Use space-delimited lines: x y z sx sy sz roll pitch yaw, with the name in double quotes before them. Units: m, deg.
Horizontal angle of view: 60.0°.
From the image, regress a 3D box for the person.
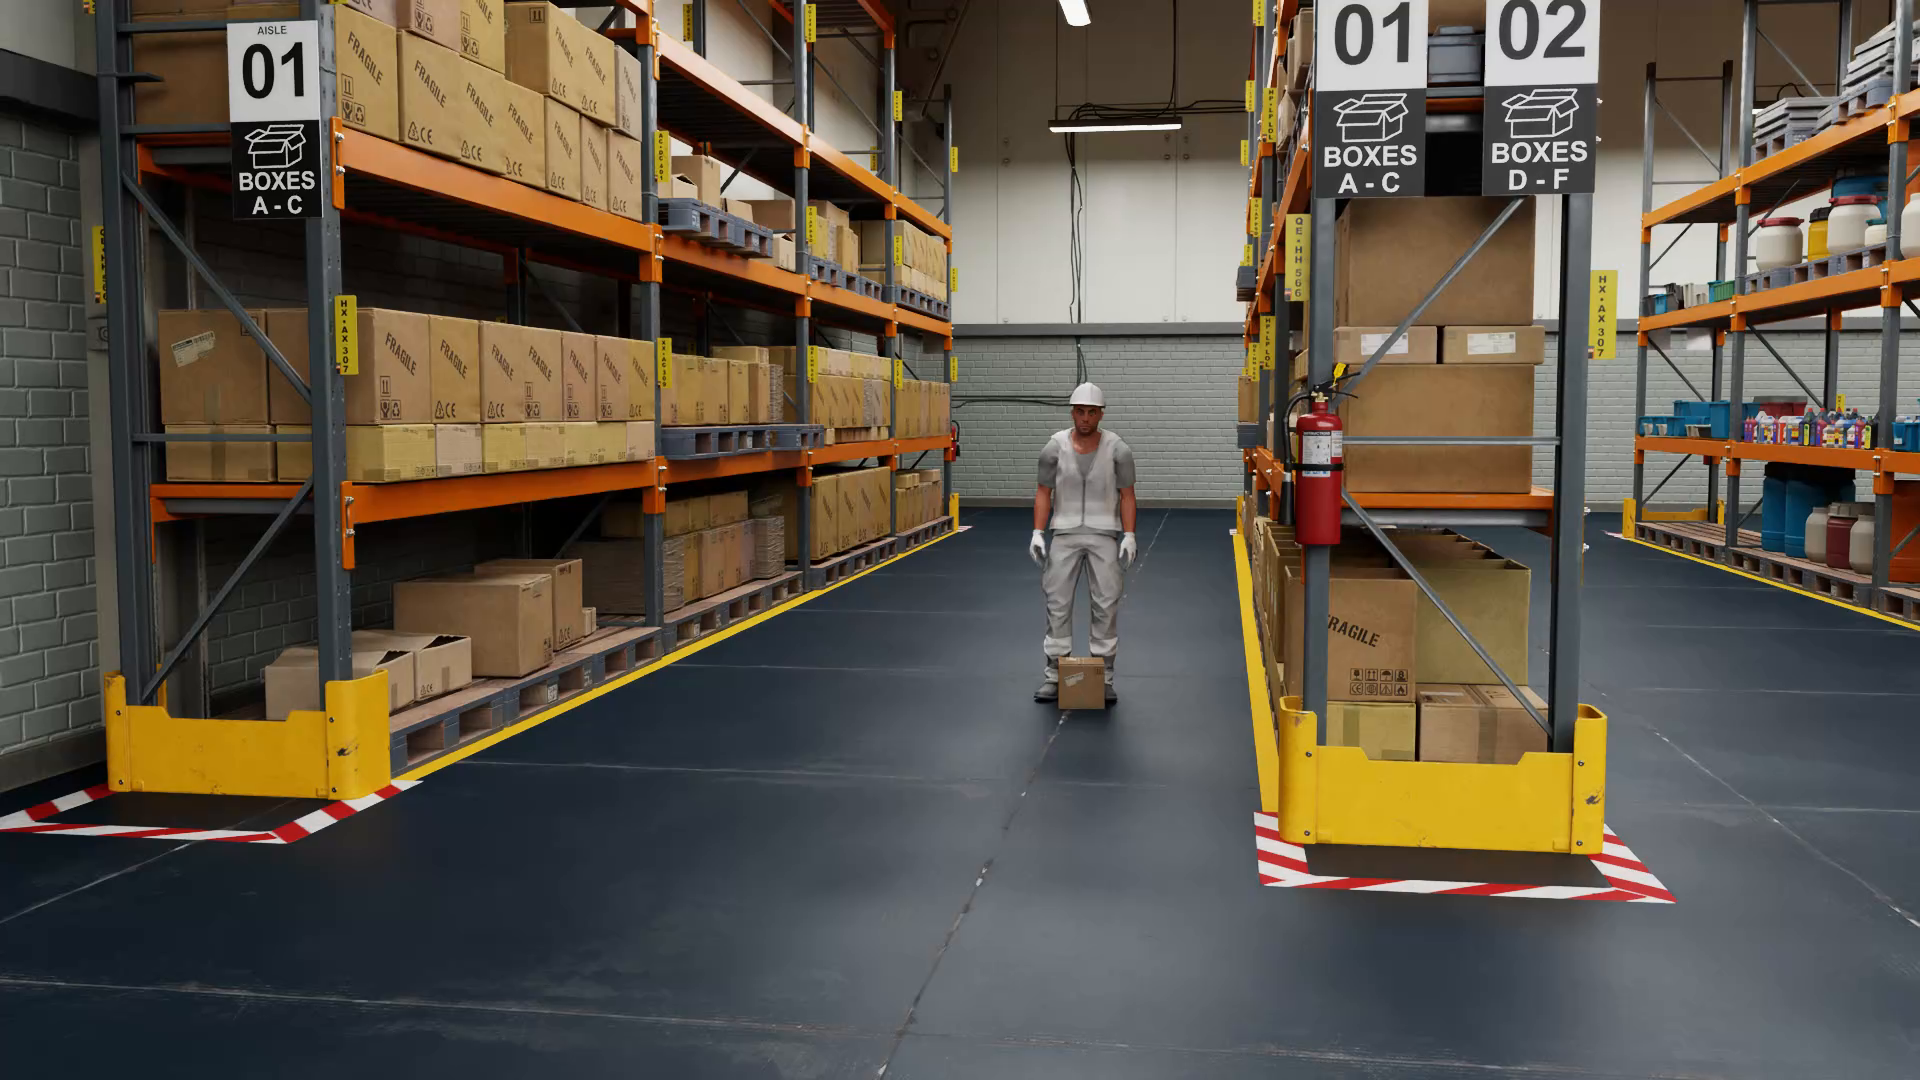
"person" 0.695 0.010 9.342 0.609 1.779 0.449 1 4 9
